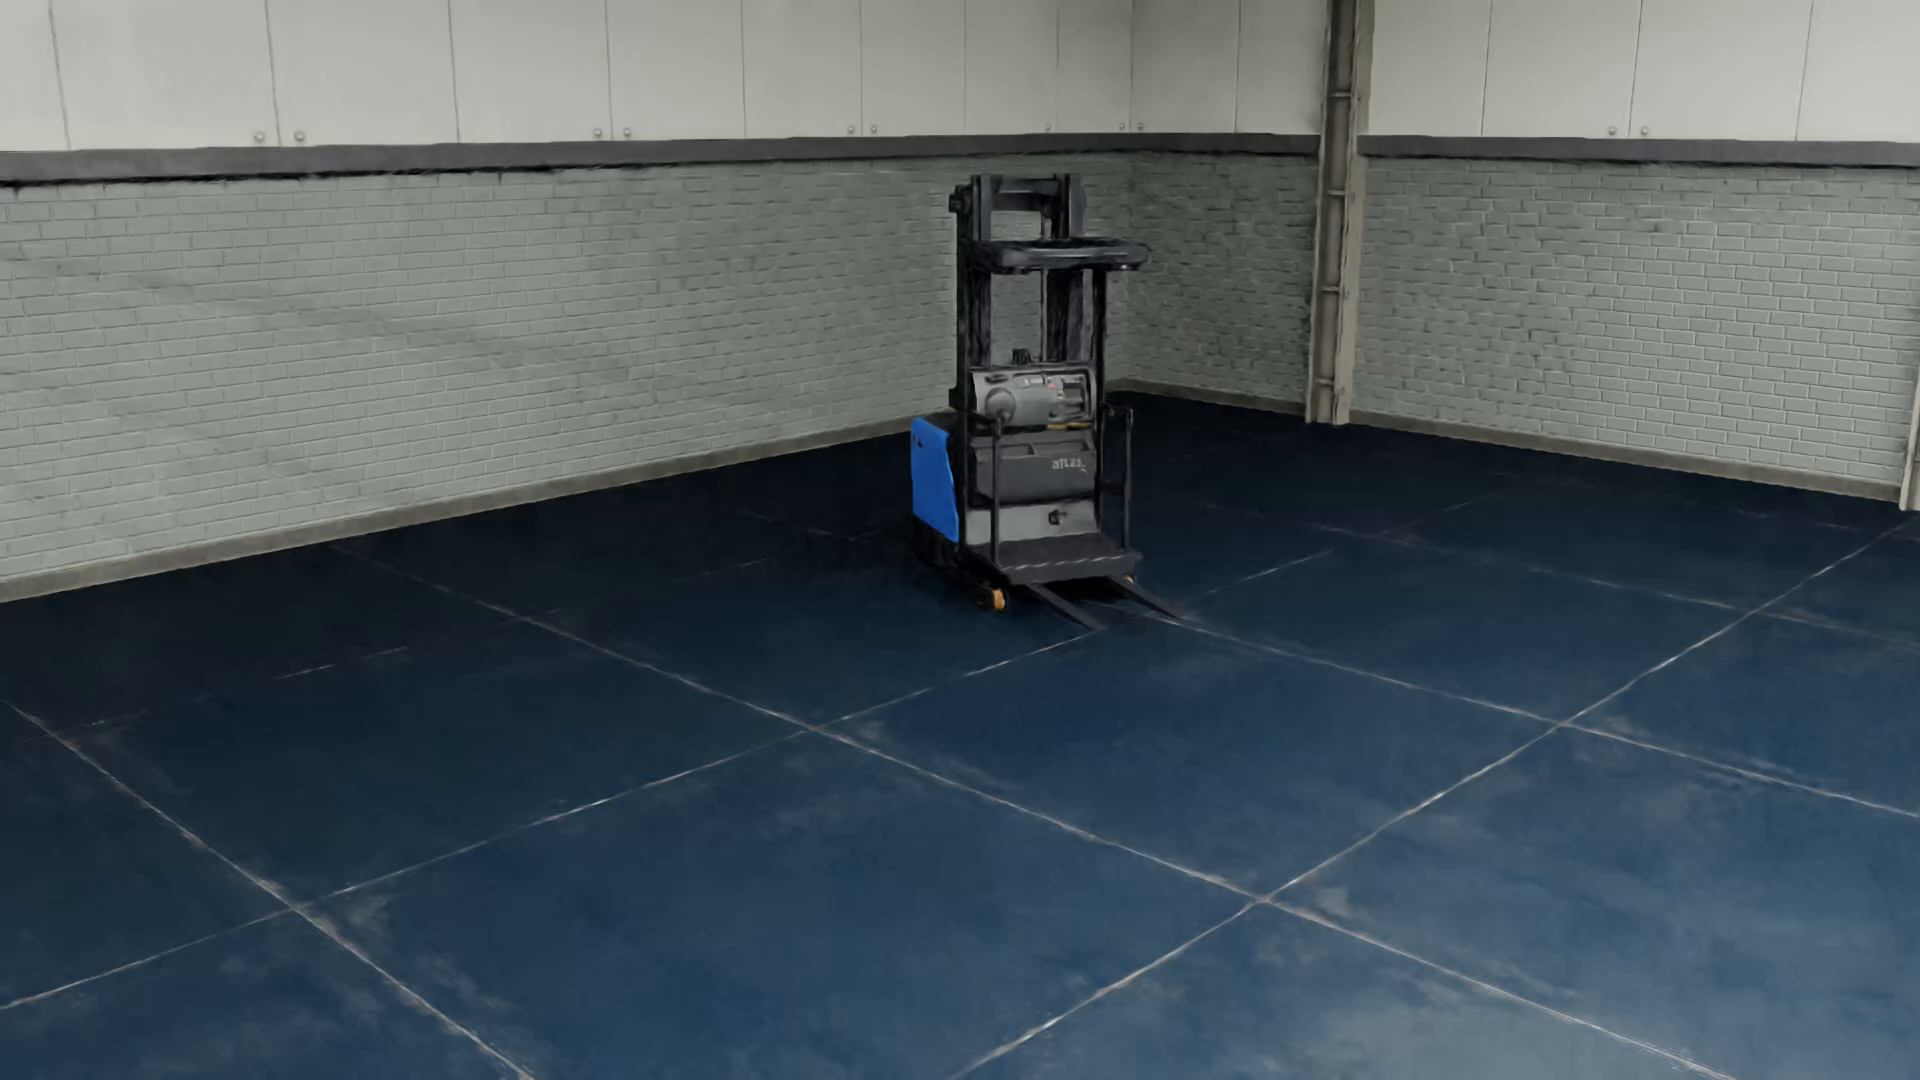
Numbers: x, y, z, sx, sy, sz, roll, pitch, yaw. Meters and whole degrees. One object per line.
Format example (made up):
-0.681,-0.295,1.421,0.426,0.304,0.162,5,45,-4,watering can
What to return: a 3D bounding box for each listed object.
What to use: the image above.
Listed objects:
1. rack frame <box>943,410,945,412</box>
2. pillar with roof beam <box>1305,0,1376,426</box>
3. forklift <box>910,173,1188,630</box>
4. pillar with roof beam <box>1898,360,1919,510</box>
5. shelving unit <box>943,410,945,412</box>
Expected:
-0.058,-0.542,13.430,0.200,1.050,0.008,-12,19,-40,rack frame
1.094,-4.883,14.327,0.400,9.000,9.100,14,20,42,pillar with roof beam
0.609,-1.032,11.582,1.130,2.935,3.031,-6,16,-20,forklift
5.413,-3.833,10.297,0.400,9.000,9.100,14,20,42,pillar with roof beam
0.022,-0.519,13.341,0.215,1.050,0.252,-12,19,-40,shelving unit
